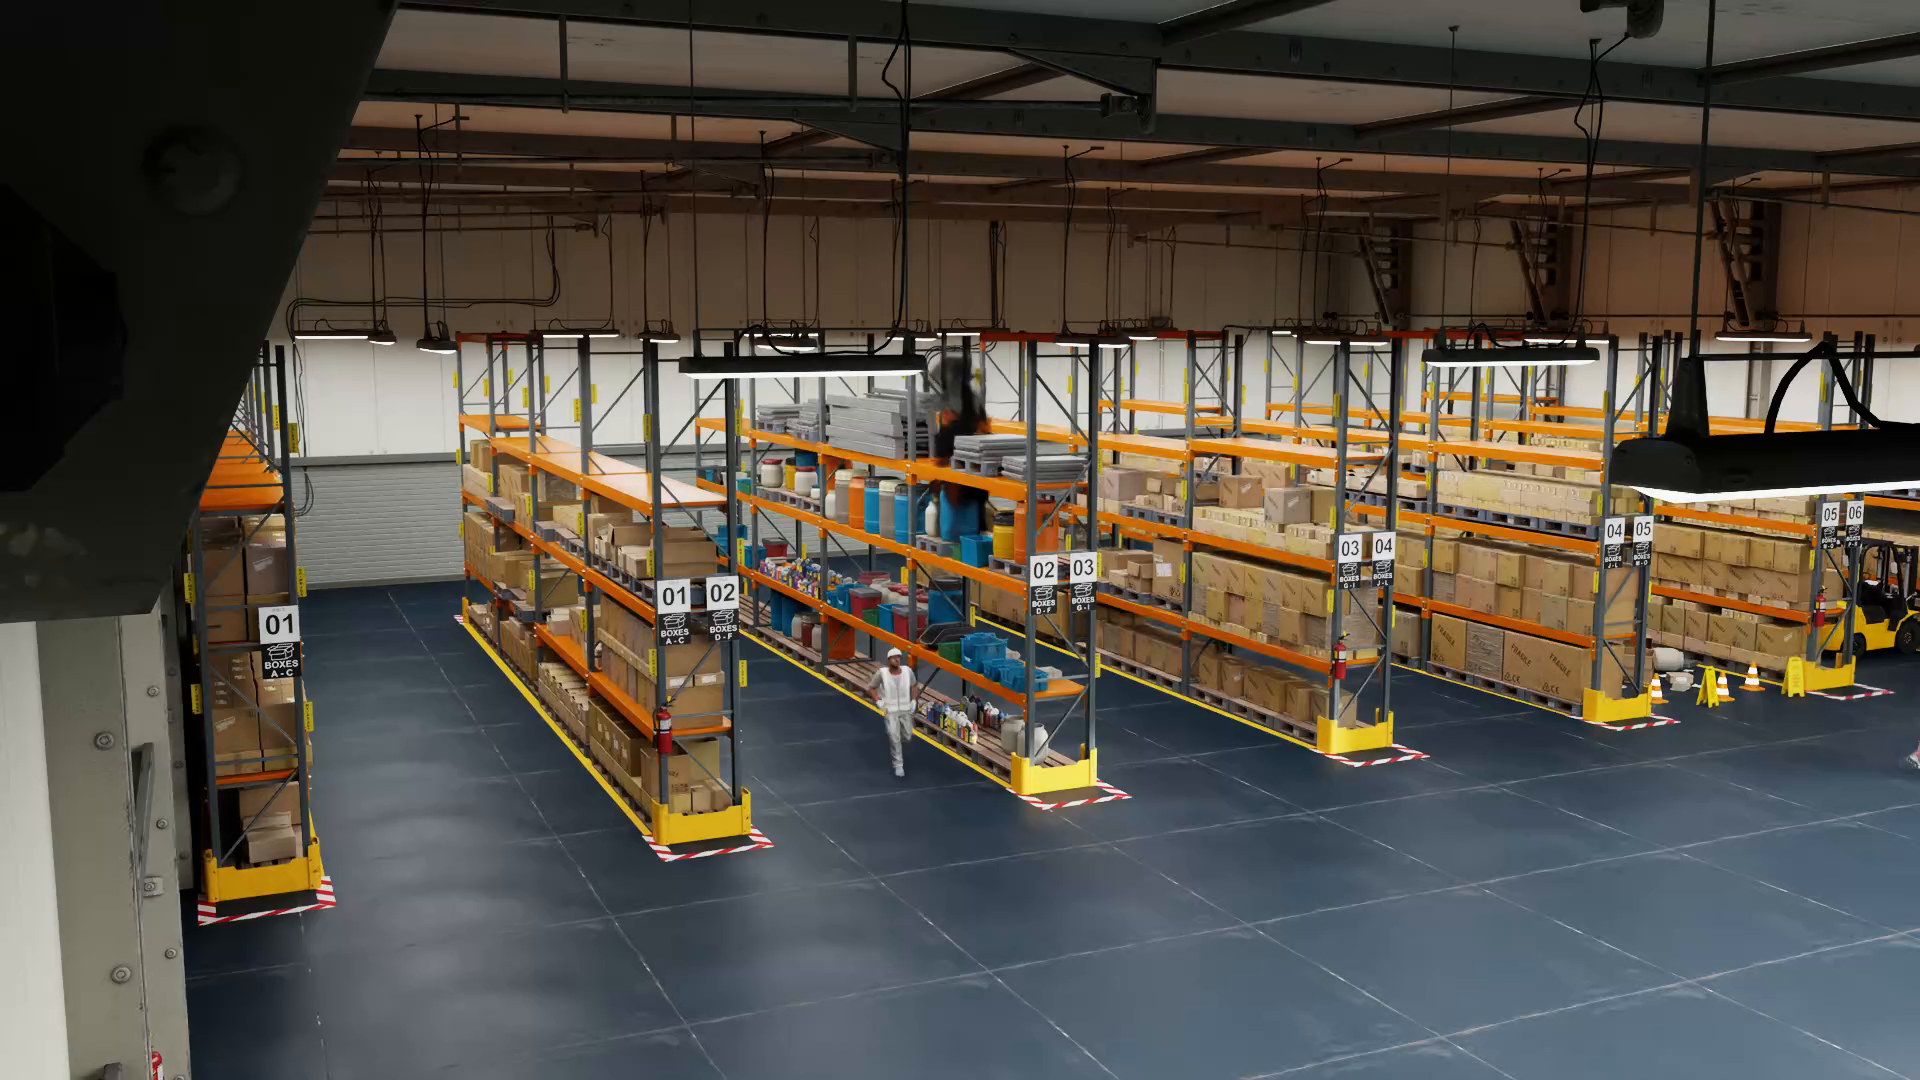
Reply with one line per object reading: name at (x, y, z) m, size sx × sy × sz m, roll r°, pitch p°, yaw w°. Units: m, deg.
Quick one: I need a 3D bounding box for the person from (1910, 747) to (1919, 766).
person at (13.696, 2.487, 22.943) m, size 0.961 × 1.626 × 0.619 m, roll 4°, pitch 9°, yaw 26°

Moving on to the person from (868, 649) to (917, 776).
person at (-0.918, 2.369, 23.241) m, size 0.691 × 1.737 × 0.772 m, roll -3°, pitch 8°, yaw -20°

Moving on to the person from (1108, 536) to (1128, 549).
person at (4.070, -0.133, 41.771) m, size 0.844 × 1.714 × 0.691 m, roll -8°, pitch 11°, yaw -44°

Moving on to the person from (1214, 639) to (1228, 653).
person at (4.973, 1.292, 30.955) m, size 0.631 × 1.852 × 0.782 m, roll -3°, pitch 8°, yaw -23°
